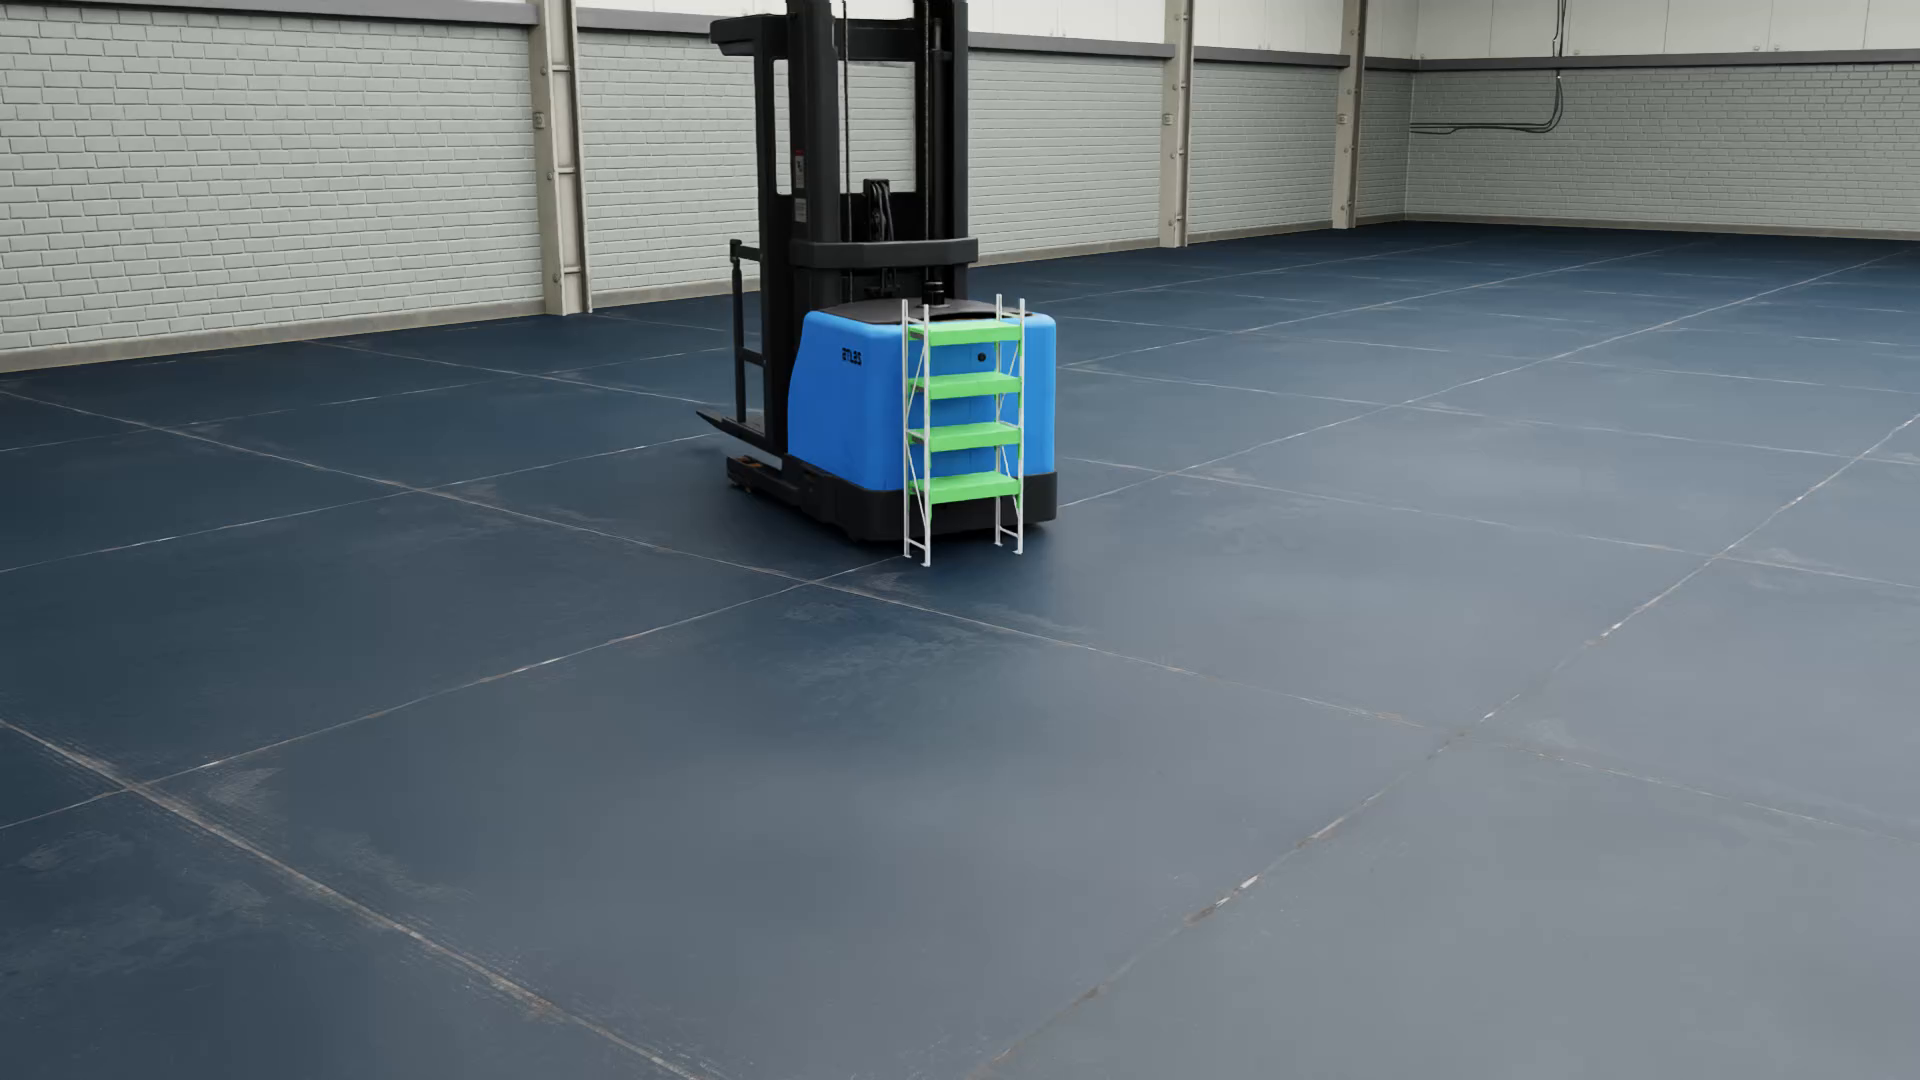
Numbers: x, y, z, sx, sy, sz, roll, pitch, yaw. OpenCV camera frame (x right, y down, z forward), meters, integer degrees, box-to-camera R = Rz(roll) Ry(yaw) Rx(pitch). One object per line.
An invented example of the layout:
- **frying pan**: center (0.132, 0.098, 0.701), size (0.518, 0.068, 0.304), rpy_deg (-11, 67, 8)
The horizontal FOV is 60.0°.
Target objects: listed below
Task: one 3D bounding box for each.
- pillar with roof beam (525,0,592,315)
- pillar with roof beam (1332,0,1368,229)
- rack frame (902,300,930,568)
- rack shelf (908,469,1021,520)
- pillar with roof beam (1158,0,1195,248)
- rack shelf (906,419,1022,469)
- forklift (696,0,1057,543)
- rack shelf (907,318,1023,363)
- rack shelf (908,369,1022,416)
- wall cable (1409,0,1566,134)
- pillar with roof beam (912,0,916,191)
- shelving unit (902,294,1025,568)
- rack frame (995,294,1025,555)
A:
- **pillar with roof beam**: center (-0.789, -6.097, 13.846), size (9.100, 9.000, 0.400), rpy_deg (11, 18, 38)
- **pillar with roof beam**: center (10.524, -9.544, 27.415), size (9.100, 9.000, 0.400), rpy_deg (11, 18, 38)
- **rack frame**: center (-0.200, -0.482, 7.582), size (0.015, 1.200, 0.240), rpy_deg (-7, 16, -27)
- **rack shelf**: center (0.016, -0.215, 7.767), size (0.480, 0.148, 0.258), rpy_deg (-7, 16, -27)
- **pillar with roof beam**: center (6.753, -8.395, 22.892), size (9.100, 9.000, 0.400), rpy_deg (11, 18, 38)
- **rack shelf**: center (0.016, -0.448, 7.708), size (0.480, 0.148, 0.258), rpy_deg (-7, 16, -27)
- **forklift**: center (-0.651, -1.725, 8.960), size (1.130, 2.935, 3.031), rpy_deg (-7, 16, -27)
- **rack shelf**: center (0.016, -0.913, 7.590), size (0.480, 0.148, 0.258), rpy_deg (-7, 16, -27)
- **rack shelf**: center (0.016, -0.680, 7.649), size (0.480, 0.148, 0.258), rpy_deg (-7, 16, -27)
- **wall cable**: center (10.055, -9.065, 31.835), size (3.097, 2.526, 0.112), rpy_deg (11, 18, 38)
- **pillar with roof beam**: center (2.982, -7.246, 18.369), size (9.100, 9.000, 0.400), rpy_deg (11, 18, 38)
- **shelving unit**: center (0.016, -0.510, 7.692), size (0.503, 1.200, 0.258), rpy_deg (-7, 16, -27)
- **rack frame**: center (0.232, -0.538, 7.802), size (0.015, 1.200, 0.240), rpy_deg (-7, 16, -27)
